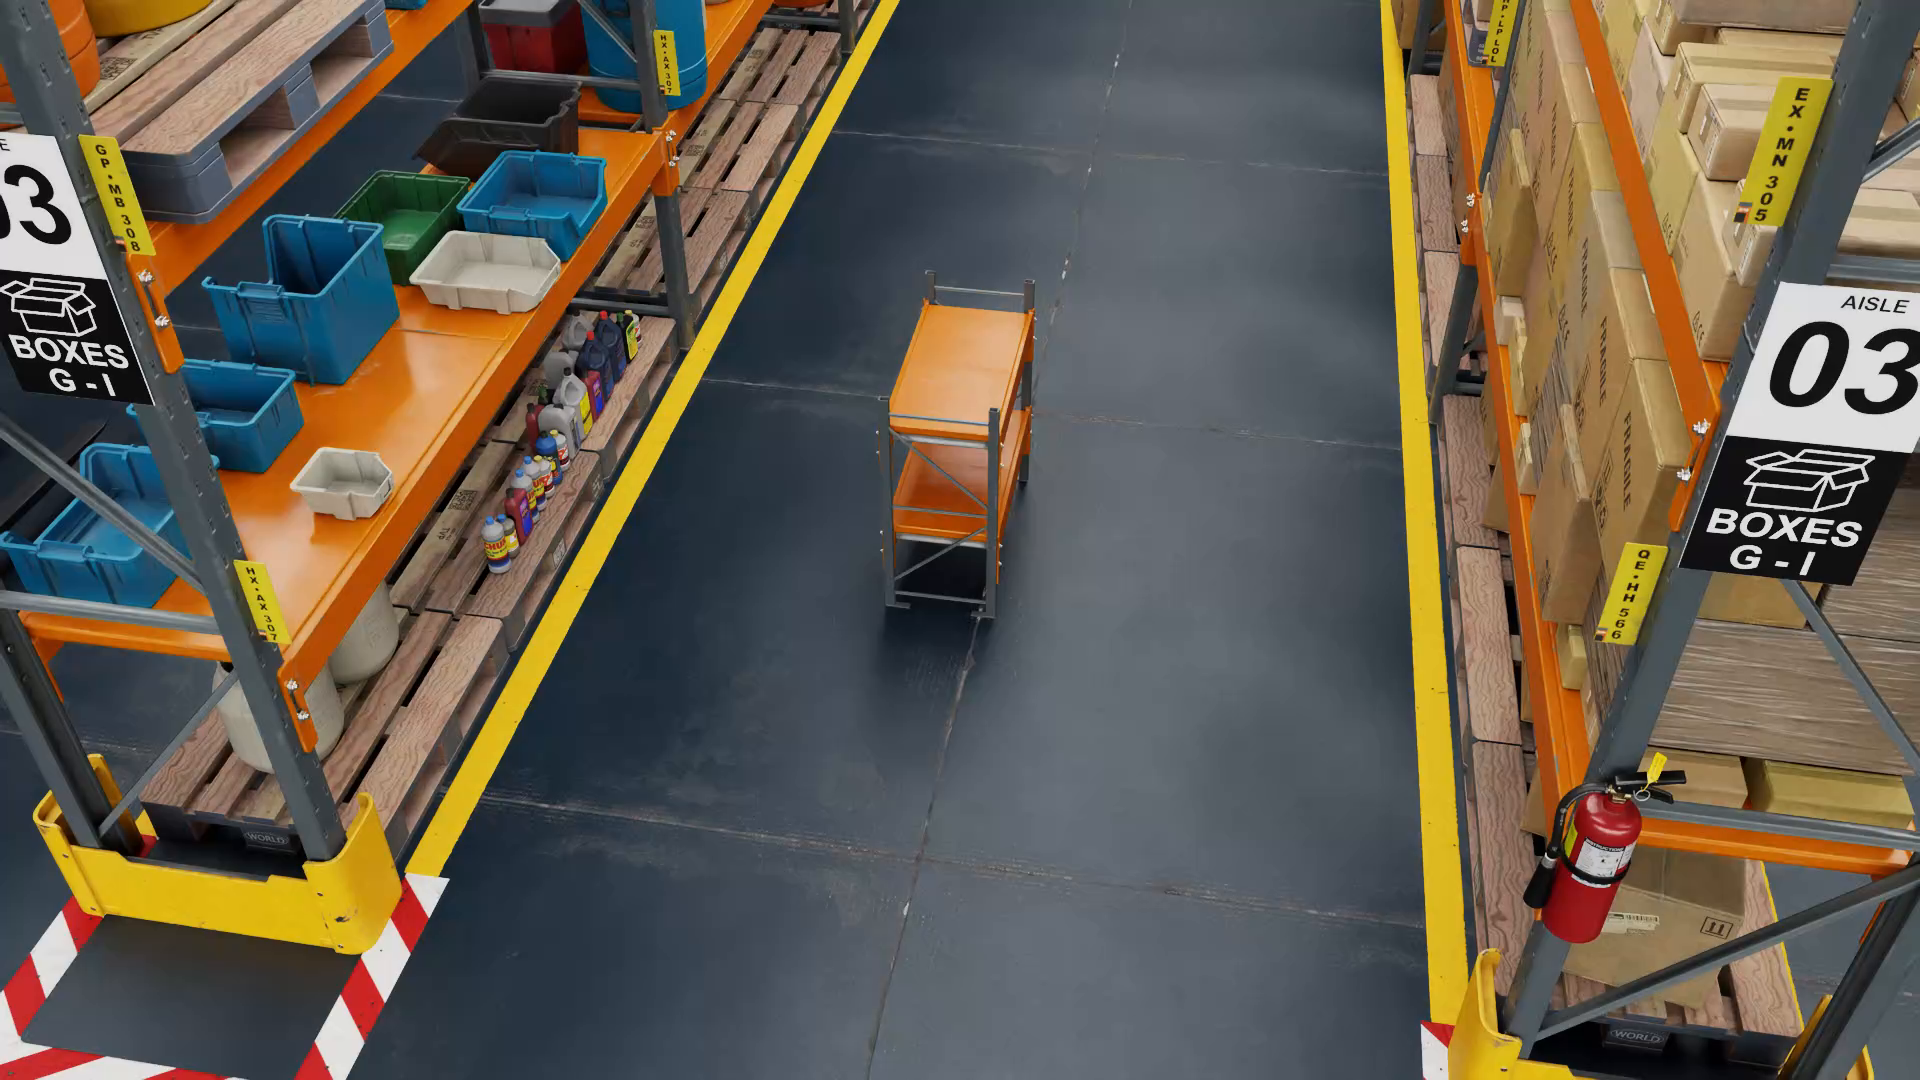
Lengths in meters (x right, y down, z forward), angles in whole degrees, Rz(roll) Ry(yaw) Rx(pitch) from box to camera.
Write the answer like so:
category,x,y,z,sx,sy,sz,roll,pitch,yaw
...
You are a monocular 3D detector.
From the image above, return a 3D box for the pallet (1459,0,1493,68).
category,x,y,z,sx,sy,sz,roll,pitch,yaw
pallet,3.305,-2.920,9.175,1.003,0.211,1.213,6,40,8

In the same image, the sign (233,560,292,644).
category,x,y,z,sx,sy,sz,roll,pitch,yaw
sign,-2.114,0.191,5.045,0.100,0.325,0.005,6,40,8

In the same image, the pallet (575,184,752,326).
category,x,y,z,sx,sy,sz,roll,pitch,yaw
pallet,-1.866,-1.699,9.736,1.003,0.211,1.213,6,40,8

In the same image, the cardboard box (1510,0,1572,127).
category,x,y,z,sx,sy,sz,roll,pitch,yaw
cardboard box,2.587,-2.014,6.833,0.500,0.500,0.500,6,40,8

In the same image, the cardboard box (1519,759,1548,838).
category,x,y,z,sx,sy,sz,roll,pitch,yaw
cardboard box,2.417,0.813,6.142,0.500,0.500,0.500,17,42,19

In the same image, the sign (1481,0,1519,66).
category,x,y,z,sx,sy,sz,roll,pitch,yaw
sign,2.368,-2.235,7.288,0.100,0.325,0.005,6,40,8

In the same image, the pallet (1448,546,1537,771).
category,x,y,z,sx,sy,sz,roll,pitch,yaw
pallet,2.625,0.538,7.031,1.003,0.211,1.213,6,40,8

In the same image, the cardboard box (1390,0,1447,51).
category,x,y,z,sx,sy,sz,roll,pitch,yaw
cardboard box,3.747,-4.014,11.686,1.225,0.875,0.875,5,40,6

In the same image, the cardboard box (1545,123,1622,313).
category,x,y,z,sx,sy,sz,roll,pitch,yaw
cardboard box,2.339,-1.072,5.692,0.500,0.500,0.500,6,40,8

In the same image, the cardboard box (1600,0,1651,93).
category,x,y,z,sx,sy,sz,roll,pitch,yaw
cardboard box,2.319,-1.599,5.191,0.500,0.250,0.500,6,40,7

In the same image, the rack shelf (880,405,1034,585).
category,x,y,z,sx,sy,sz,roll,pitch,yaw
rack shelf,0.001,-0.249,7.649,0.538,0.278,1.000,6,40,8

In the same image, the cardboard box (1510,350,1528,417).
category,x,y,z,sx,sy,sz,roll,pitch,yaw
cardboard box,2.335,-0.589,6.402,0.380,0.149,0.250,6,40,8

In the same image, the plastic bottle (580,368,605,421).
category,x,y,z,sx,sy,sz,roll,pitch,yaw
plastic bottle,-1.811,-0.736,8.169,0.061,0.283,0.133,9,40,11

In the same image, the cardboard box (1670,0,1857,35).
category,x,y,z,sx,sy,sz,roll,pitch,yaw
cardboard box,2.242,-1.723,4.518,0.500,0.500,0.500,6,40,8

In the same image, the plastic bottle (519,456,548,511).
category,x,y,z,sx,sy,sz,roll,pitch,yaw
plastic bottle,-1.958,-0.266,7.610,0.097,0.271,0.097,0,40,0

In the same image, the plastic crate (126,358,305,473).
category,x,y,z,sx,sy,sz,roll,pitch,yaw
plastic crate,-2.745,-0.463,6.169,0.499,0.251,0.408,6,40,8

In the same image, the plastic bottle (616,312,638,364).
category,x,y,z,sx,sy,sz,roll,pitch,yaw
plastic bottle,-1.722,-1.061,8.562,0.061,0.283,0.133,8,40,10

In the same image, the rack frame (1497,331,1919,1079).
category,x,y,z,sx,sy,sz,roll,pitch,yaw
rack frame,2.223,0.780,4.549,1.000,3.000,0.127,6,40,8

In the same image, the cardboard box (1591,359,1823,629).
category,x,y,z,sx,sy,sz,roll,pitch,yaw
cardboard box,2.075,-0.131,4.555,0.500,0.500,0.500,6,40,8

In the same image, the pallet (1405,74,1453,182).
category,x,y,z,sx,sy,sz,roll,pitch,yaw
pallet,3.471,-2.676,10.917,1.003,0.211,1.213,6,40,8

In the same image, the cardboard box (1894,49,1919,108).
category,x,y,z,sx,sy,sz,roll,pitch,yaw
cardboard box,2.724,-1.258,4.466,0.380,0.149,0.250,6,40,8

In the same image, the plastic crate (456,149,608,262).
category,x,y,z,sx,sy,sz,roll,pitch,yaw
plastic crate,-1.887,-1.495,7.417,0.499,0.251,0.616,6,40,8

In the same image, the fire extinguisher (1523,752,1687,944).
category,x,y,z,sx,sy,sz,roll,pitch,yaw
fire extinguisher,1.749,0.831,4.549,0.296,0.674,0.183,6,40,8

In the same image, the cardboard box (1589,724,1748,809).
category,x,y,z,sx,sy,sz,roll,pitch,yaw
cardboard box,2.069,0.675,4.873,0.380,0.149,0.250,6,40,8

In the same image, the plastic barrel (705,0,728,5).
category,x,y,z,sx,sy,sz,roll,pitch,yaw
plastic barrel,-1.455,-3.365,9.457,0.433,0.535,0.433,0,40,0

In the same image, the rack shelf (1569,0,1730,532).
category,x,y,z,sx,sy,sz,roll,pitch,yaw
rack shelf,2.569,-1.354,5.341,1.077,0.370,4.000,6,40,8

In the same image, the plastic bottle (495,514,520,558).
category,x,y,z,sx,sy,sz,roll,pitch,yaw
plastic bottle,-2.017,-0.026,7.375,0.097,0.201,0.097,0,40,0

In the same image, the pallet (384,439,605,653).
category,x,y,z,sx,sy,sz,roll,pitch,yaw
pallet,-2.329,-0.017,7.702,1.003,0.211,1.213,6,40,8

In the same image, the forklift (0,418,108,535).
category,x,y,z,sx,sy,sz,roll,pitch,yaw
forklift,-4.846,-0.652,6.335,1.130,2.935,3.031,8,40,9

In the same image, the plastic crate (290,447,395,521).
category,x,y,z,sx,sy,sz,roll,pitch,yaw
plastic crate,-2.184,-0.191,5.930,0.298,0.136,0.250,6,40,8

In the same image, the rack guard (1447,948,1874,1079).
category,x,y,z,sx,sy,sz,roll,pitch,yaw
rack guard,2.236,1.696,5.404,1.175,0.500,0.348,6,40,8

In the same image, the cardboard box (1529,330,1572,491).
category,x,y,z,sx,sy,sz,roll,pitch,yaw
cardboard box,2.443,-0.351,5.606,0.875,0.500,0.500,6,40,8

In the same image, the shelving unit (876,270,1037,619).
category,x,y,z,sx,sy,sz,roll,pitch,yaw
shelving unit,0.001,-0.438,7.494,0.538,1.125,1.048,6,40,8

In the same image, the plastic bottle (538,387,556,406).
category,x,y,z,sx,sy,sz,roll,pitch,yaw
plastic bottle,-1.985,-0.635,8.048,0.061,0.283,0.133,6,40,8

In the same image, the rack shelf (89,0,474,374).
category,x,y,z,sx,sy,sz,roll,pitch,yaw
rack shelf,-2.309,-1.900,6.001,1.077,0.370,4.000,6,40,8

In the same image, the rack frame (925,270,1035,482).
category,x,y,z,sx,sy,sz,roll,pitch,yaw
rack frame,0.089,-0.757,7.879,0.500,1.125,0.032,6,40,8

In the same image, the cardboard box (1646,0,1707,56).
category,x,y,z,sx,sy,sz,roll,pitch,yaw
cardboard box,2.196,-1.496,4.753,0.380,0.149,0.250,5,40,5

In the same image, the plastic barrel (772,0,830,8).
category,x,y,z,sx,sy,sz,roll,pitch,yaw
plastic barrel,-1.203,-4.421,12.214,0.600,0.830,0.708,6,40,8

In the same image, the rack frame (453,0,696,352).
category,x,y,z,sx,sy,sz,roll,pitch,yaw
rack frame,-1.963,-2.276,8.246,1.000,3.000,0.127,6,40,8

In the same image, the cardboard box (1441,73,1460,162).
category,x,y,z,sx,sy,sz,roll,pitch,yaw
cardboard box,3.428,-2.675,10.344,0.700,0.500,0.500,3,40,4

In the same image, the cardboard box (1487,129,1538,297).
category,x,y,z,sx,sy,sz,roll,pitch,yaw
cardboard box,2.655,-1.298,6.751,0.875,0.500,0.500,6,40,8

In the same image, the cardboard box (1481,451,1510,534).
category,x,y,z,sx,sy,sz,roll,pitch,yaw
cardboard box,2.715,-0.322,7.514,0.500,0.500,0.500,19,43,21

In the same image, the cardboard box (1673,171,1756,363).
category,x,y,z,sx,sy,sz,roll,pitch,yaw
cardboard box,2.056,-0.649,4.041,0.500,0.250,0.500,7,40,9

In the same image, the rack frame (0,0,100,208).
category,x,y,z,sx,sy,sz,roll,pitch,yaw
rack frame,-2.655,-2.078,3.298,1.000,3.000,0.127,6,40,8

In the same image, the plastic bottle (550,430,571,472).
category,x,y,z,sx,sy,sz,roll,pitch,yaw
plastic bottle,-1.905,-0.430,7.863,0.097,0.201,0.097,0,40,0

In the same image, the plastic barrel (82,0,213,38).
category,x,y,z,sx,sy,sz,roll,pitch,yaw
plastic barrel,-2.583,-1.886,4.943,0.600,0.588,0.600,0,40,0

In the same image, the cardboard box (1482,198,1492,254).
category,x,y,z,sx,sy,sz,roll,pitch,yaw
cardboard box,2.526,-1.376,7.355,0.380,0.149,0.250,6,40,8

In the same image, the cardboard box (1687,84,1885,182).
category,x,y,z,sx,sy,sz,roll,pitch,yaw
cardboard box,2.063,-1.015,4.171,0.380,0.149,0.250,5,40,6
